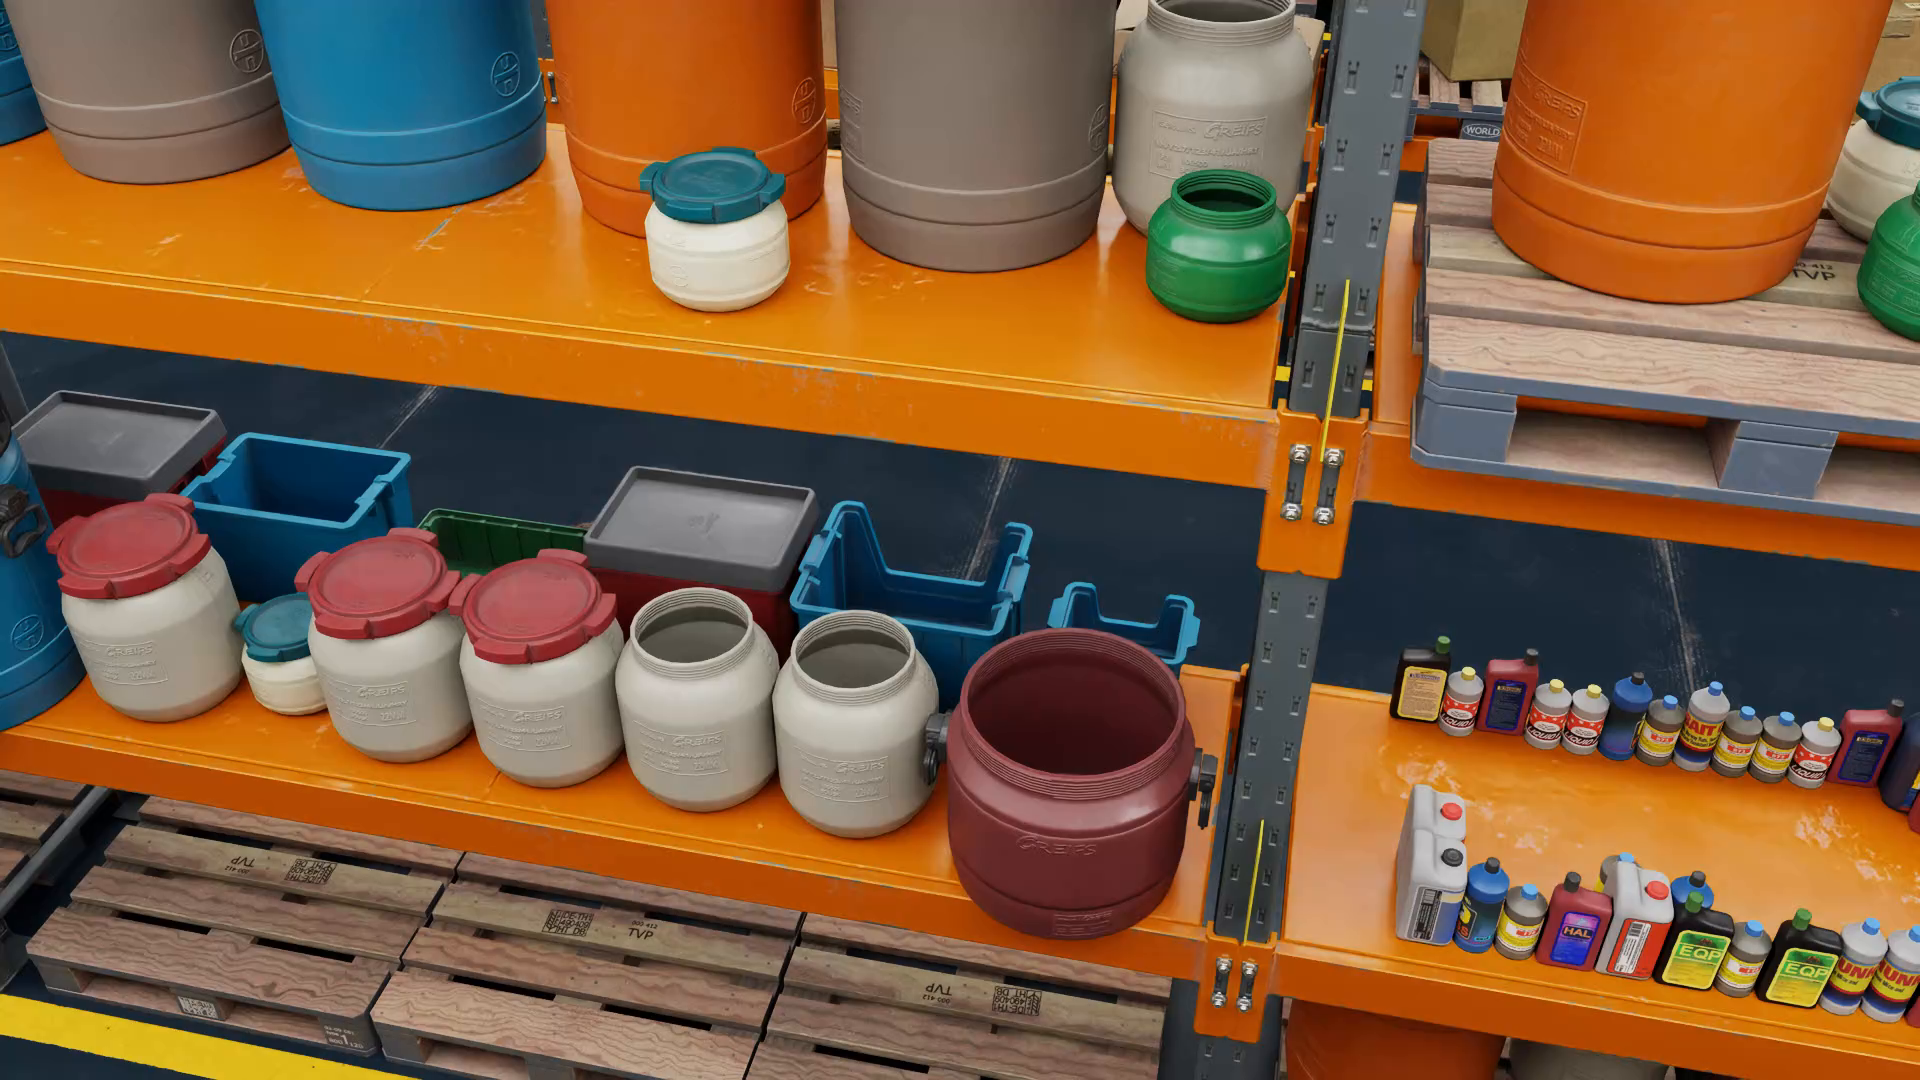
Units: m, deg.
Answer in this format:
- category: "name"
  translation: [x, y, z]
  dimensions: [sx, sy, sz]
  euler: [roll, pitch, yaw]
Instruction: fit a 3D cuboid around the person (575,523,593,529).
- category: "person"
  translation: [-1.072, 0.329, 6.315]
  dimensions: [0.794, 0.887, 0.441]
  euler: [7, 38, 10]
